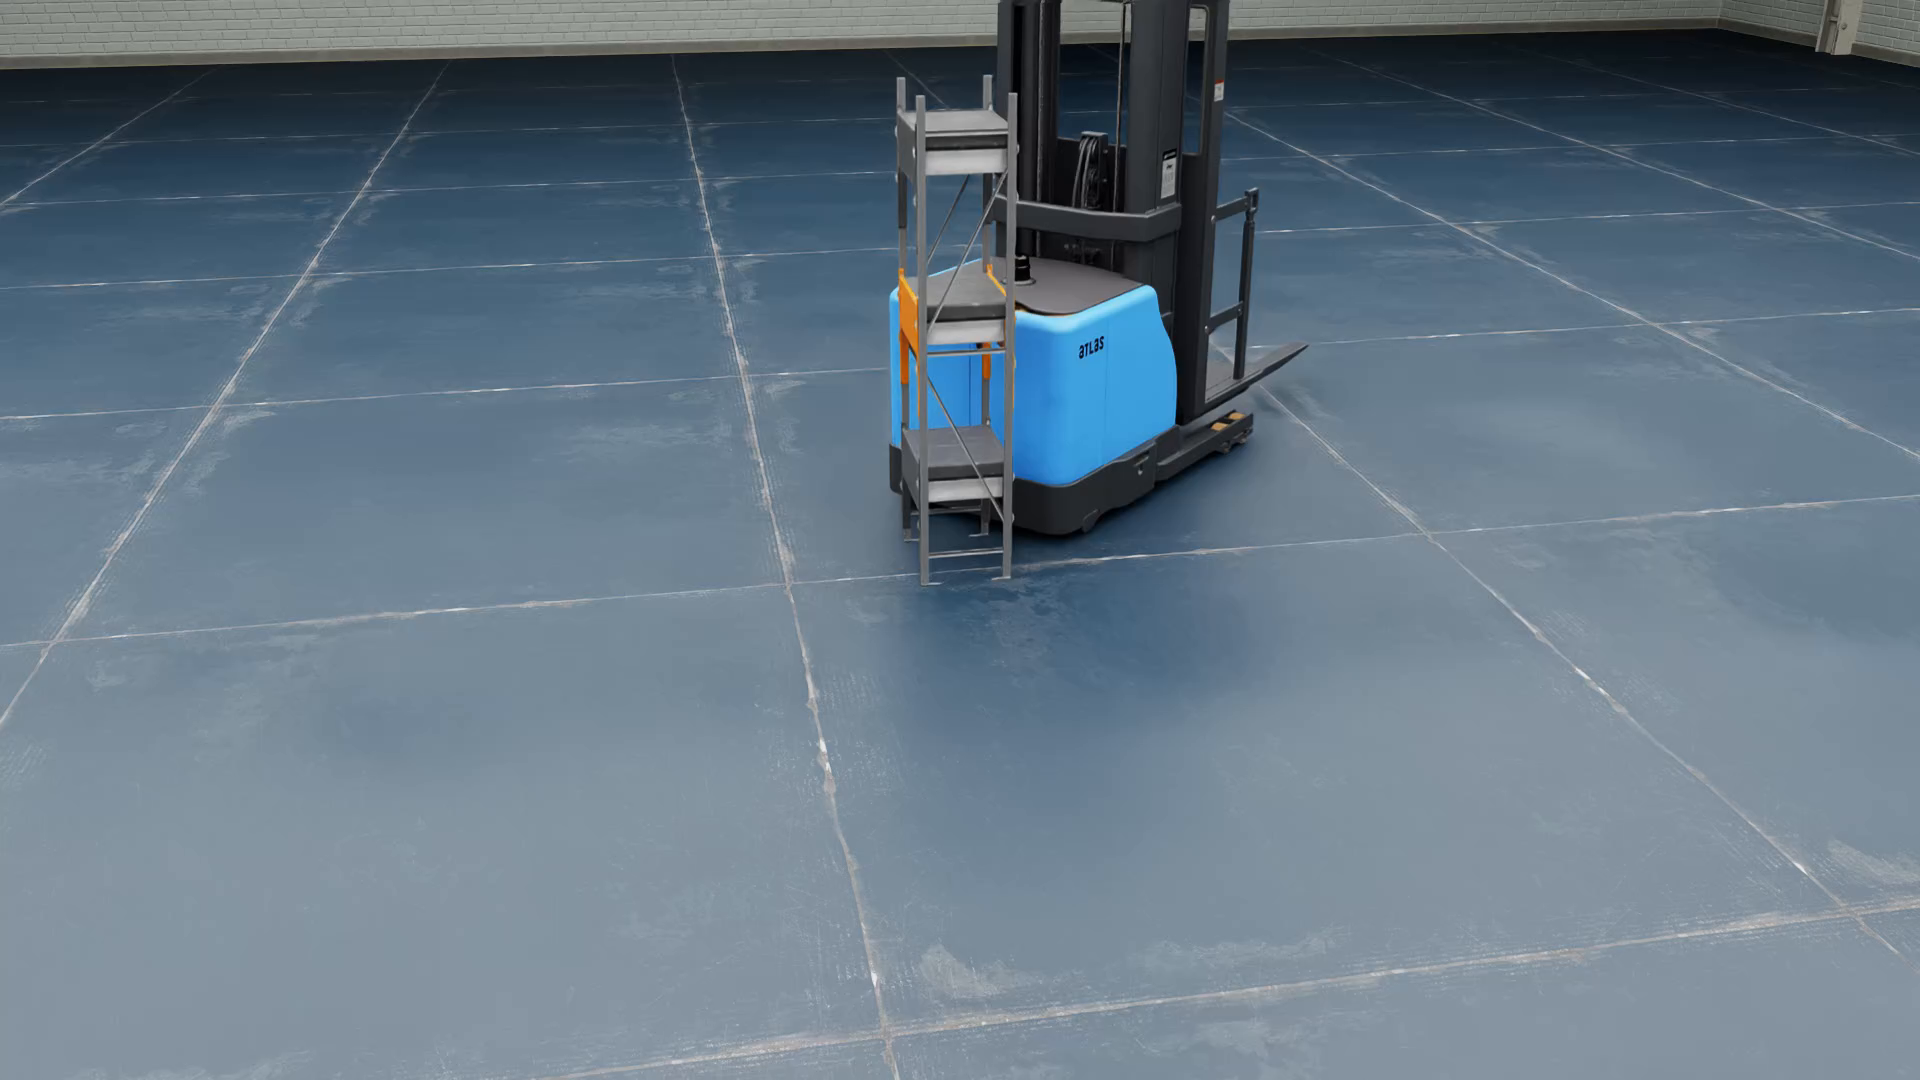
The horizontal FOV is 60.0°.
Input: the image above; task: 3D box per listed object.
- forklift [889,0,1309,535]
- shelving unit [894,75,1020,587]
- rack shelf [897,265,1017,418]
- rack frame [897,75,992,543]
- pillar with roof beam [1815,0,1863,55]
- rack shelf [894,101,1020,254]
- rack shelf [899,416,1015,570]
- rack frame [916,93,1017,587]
[{"bbox_3d":[0.921,-1.898,8.434,1.130,2.935,3.031,16,28,32],"label":"forklift"},{"bbox_3d":[-0.019,-0.869,7.116,0.431,2.100,0.503,-4,24,-10],"label":"shelving unit"},{"bbox_3d":[-0.019,-0.856,7.121,0.431,0.518,0.480,-4,24,-10],"label":"rack shelf"},{"bbox_3d":[-0.065,-0.965,7.336,0.400,2.100,0.015,-4,24,-10],"label":"rack frame"},{"bbox_3d":[8.145,-10.710,21.029,9.100,9.000,0.400,-4,24,-10],"label":"pillar with roof beam"},{"bbox_3d":[-0.019,-1.498,6.841,0.431,0.518,0.480,-4,24,-10],"label":"rack shelf"},{"bbox_3d":[-0.019,-0.215,7.402,0.431,0.518,0.480,-4,24,-10],"label":"rack shelf"},{"bbox_3d":[0.026,-0.773,6.896,0.400,2.100,0.015,-4,24,-10],"label":"rack frame"}]
